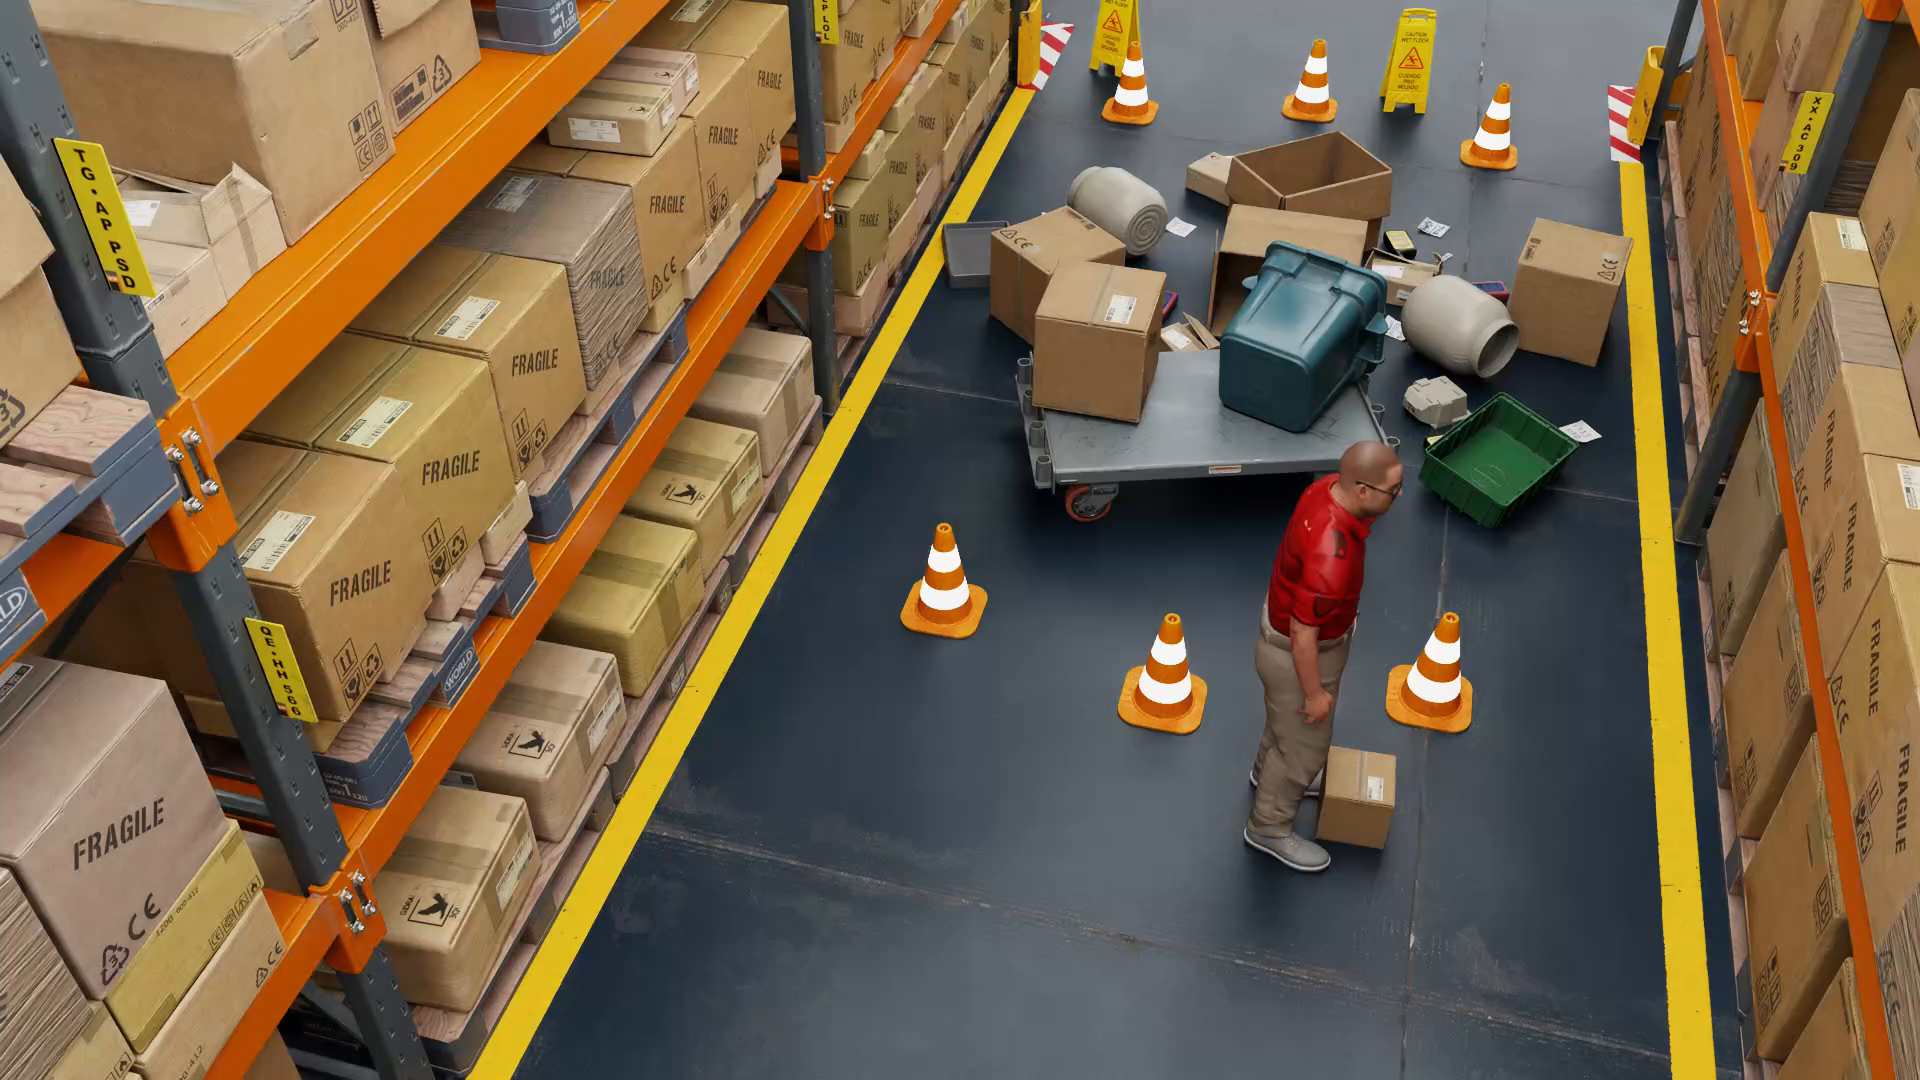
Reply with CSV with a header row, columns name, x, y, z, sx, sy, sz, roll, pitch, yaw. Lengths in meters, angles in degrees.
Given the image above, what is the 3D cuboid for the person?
name,x,y,z,sx,sy,sz,roll,pitch,yaw
person,1.226,0.363,5.747,0.390,1.727,0.586,10,42,11
